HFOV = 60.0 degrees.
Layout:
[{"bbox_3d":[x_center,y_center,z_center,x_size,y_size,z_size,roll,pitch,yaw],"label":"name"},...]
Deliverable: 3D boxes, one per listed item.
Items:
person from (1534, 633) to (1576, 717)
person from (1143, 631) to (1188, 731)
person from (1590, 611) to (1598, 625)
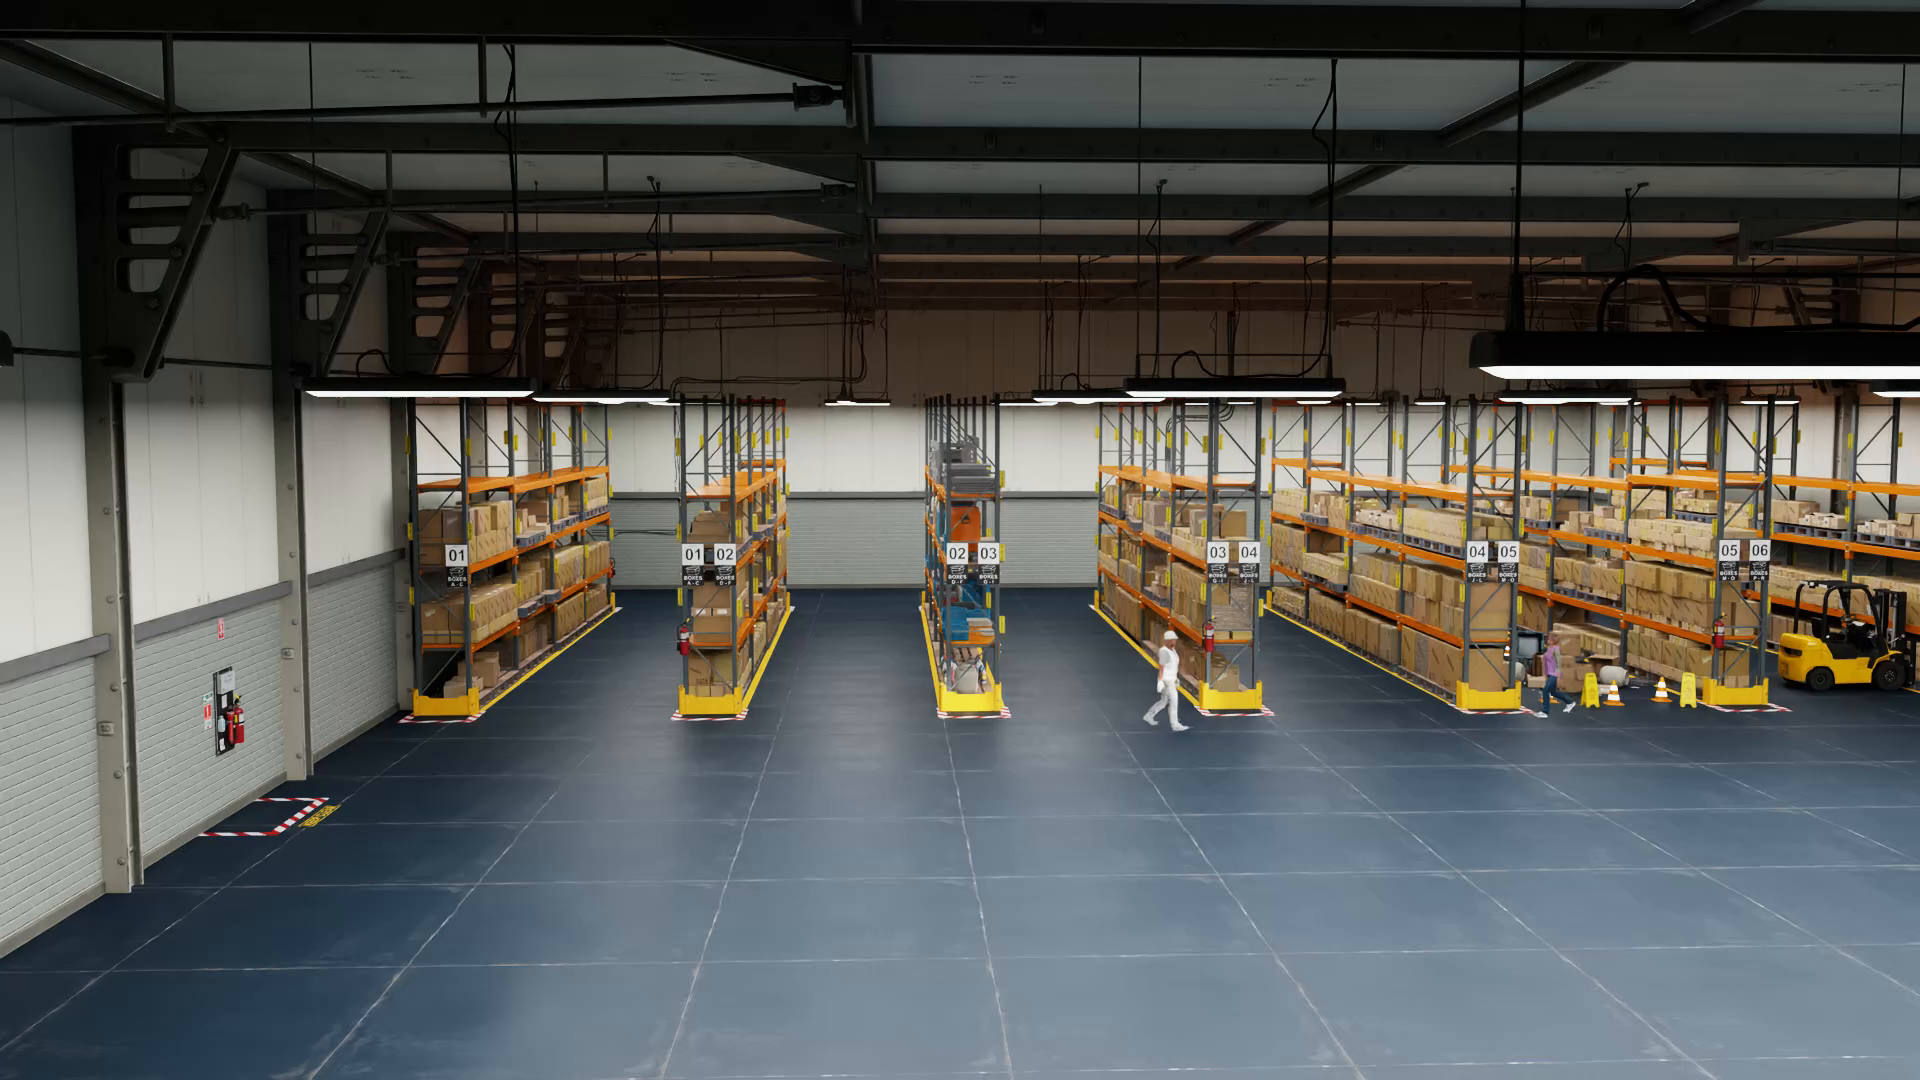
[{"bbox_3d":[11.030,2.498,30.761,0.847,1.560,0.414,0,5,-2],"label":"person"},{"bbox_3d":[3.685,2.504,29.695,0.852,1.770,0.590,1,5,16],"label":"person"},{"bbox_3d":[16.484,1.399,43.956,0.571,1.683,1.017,-1,5,-12],"label":"person"}]
